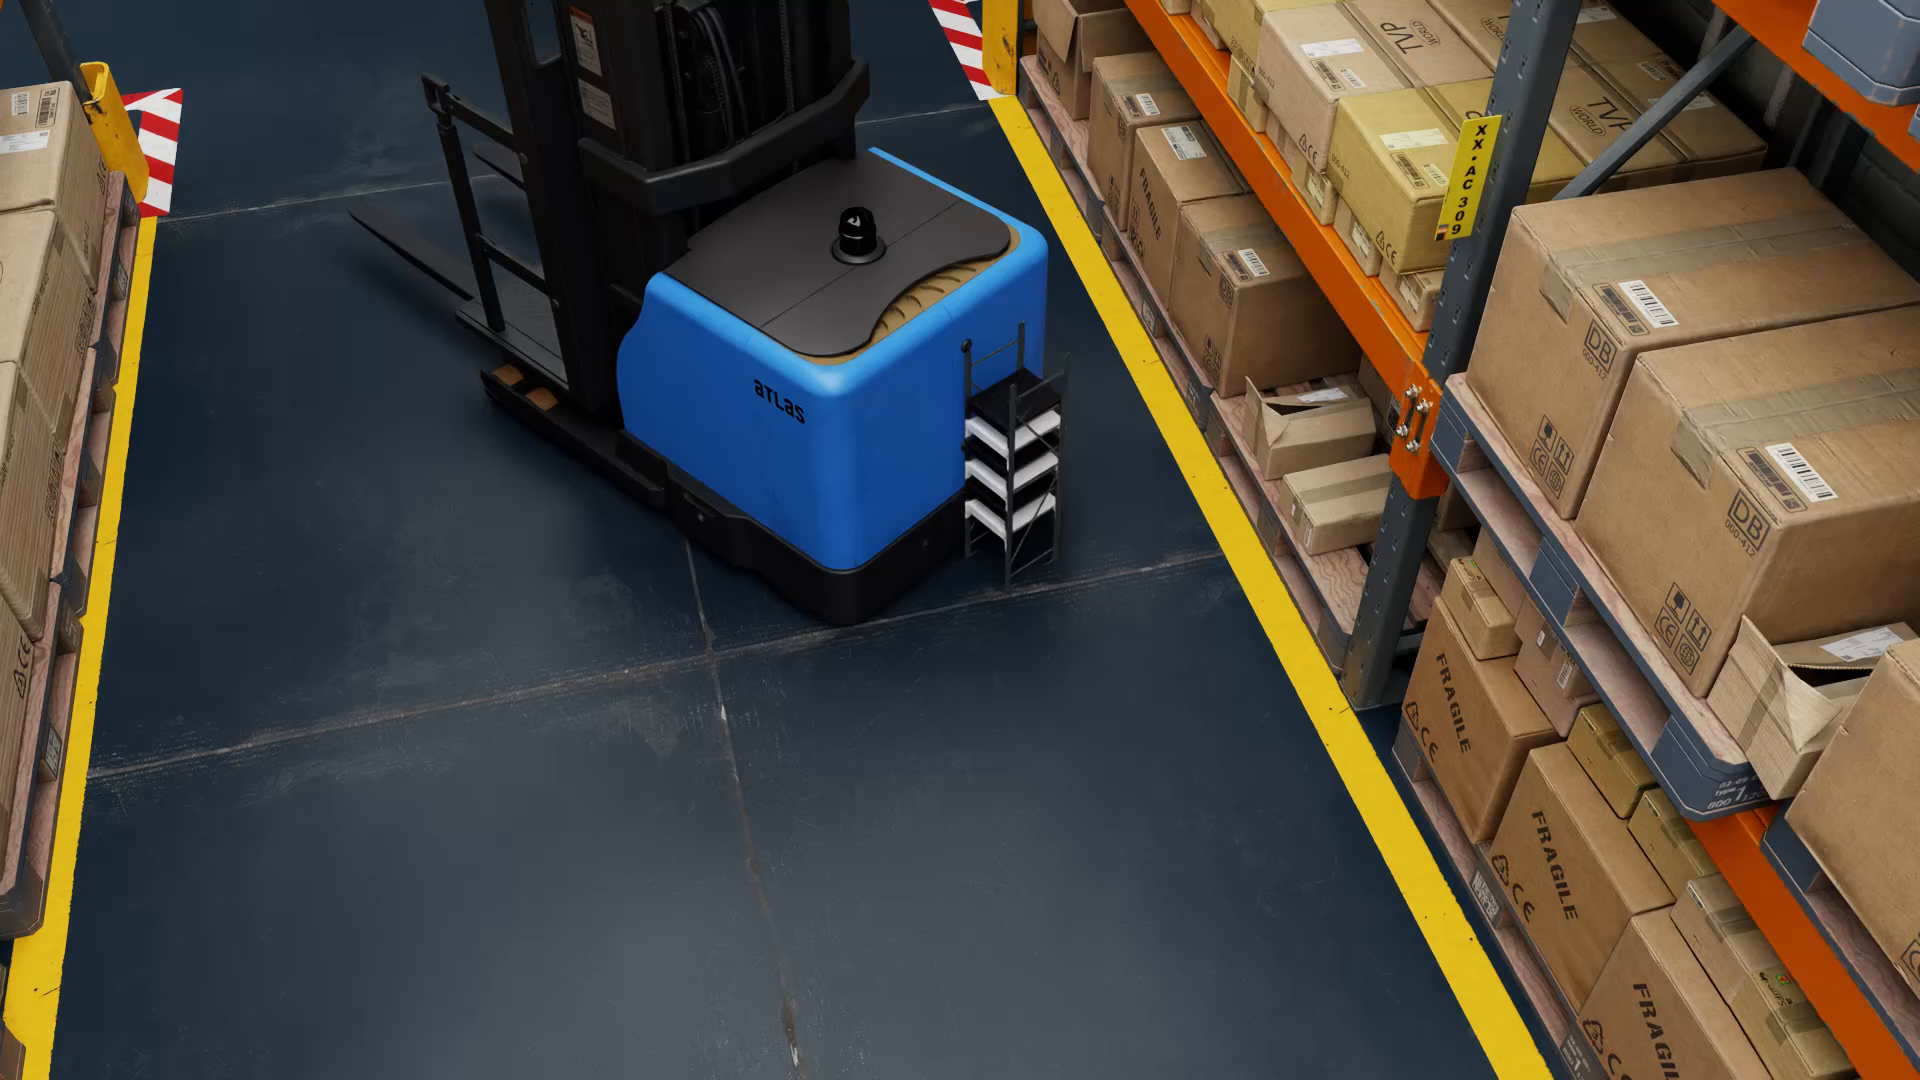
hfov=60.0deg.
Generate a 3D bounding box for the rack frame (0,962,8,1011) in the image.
[{"bbox_3d":[-3.093,0.271,3.384,1.000,3.000,0.127,-11,47,-10],"label":"rack frame"}]

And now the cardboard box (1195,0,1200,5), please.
[{"bbox_3d":[0.950,-2.043,5.549,0.500,0.250,0.500,-12,47,-11],"label":"cardboard box"}]

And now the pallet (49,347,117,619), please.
[{"bbox_3d":[-3.528,-0.136,5.736,1.003,0.211,1.213,-11,47,-10],"label":"pallet"}]

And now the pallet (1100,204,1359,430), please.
[{"bbox_3d":[1.214,-0.981,6.564,1.003,0.211,1.213,-11,47,-10],"label":"pallet"}]

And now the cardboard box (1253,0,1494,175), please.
[{"bbox_3d":[1.196,-1.341,4.861,0.500,0.250,0.500,-11,47,-10],"label":"cardboard box"}]

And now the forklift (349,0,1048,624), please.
[{"bbox_3d":[-1.139,-1.672,5.337,3.031,2.935,1.130,33,54,28],"label":"forklift"}]

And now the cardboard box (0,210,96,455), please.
[{"bbox_3d":[-3.609,-0.673,5.809,0.875,0.438,0.875,-10,46,-9],"label":"cardboard box"}]

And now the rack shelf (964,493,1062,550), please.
[{"bbox_3d":[0.175,-0.103,5.520,0.258,0.077,0.200,-32,53,-27],"label":"rack shelf"}]

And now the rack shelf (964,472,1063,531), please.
[{"bbox_3d":[0.175,-0.166,5.455,0.258,0.077,0.200,-32,53,-27],"label":"rack shelf"}]

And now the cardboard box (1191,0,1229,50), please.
[{"bbox_3d":[1.001,-1.794,5.584,0.380,0.149,0.250,-11,47,-10],"label":"cardboard box"}]

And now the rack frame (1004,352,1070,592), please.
[{"bbox_3d":[0.242,-0.198,5.314,0.240,0.900,0.006,-32,53,-27],"label":"rack frame"}]

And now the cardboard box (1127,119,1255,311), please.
[{"bbox_3d":[0.965,-1.253,6.334,0.500,0.500,0.500,-10,46,-10],"label":"cardboard box"}]

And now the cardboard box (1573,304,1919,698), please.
[{"bbox_3d":[1.745,-0.089,3.373,0.700,0.500,0.500,-10,46,-10],"label":"cardboard box"}]

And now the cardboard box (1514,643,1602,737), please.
[{"bbox_3d":[1.685,0.335,4.323,0.380,0.149,0.250,-12,47,-11],"label":"cardboard box"}]

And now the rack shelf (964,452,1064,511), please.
[{"bbox_3d":[0.175,-0.229,5.391,0.258,0.077,0.200,-32,53,-27],"label":"rack shelf"}]

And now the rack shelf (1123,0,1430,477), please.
[{"bbox_3d":[1.192,-1.768,5.886,1.077,0.370,4.000,-11,47,-10],"label":"rack shelf"}]

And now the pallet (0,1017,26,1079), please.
[{"bbox_3d":[-2.822,1.766,3.872,1.003,0.211,1.213,-11,47,-10],"label":"pallet"}]

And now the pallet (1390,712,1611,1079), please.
[{"bbox_3d":[1.949,0.892,4.729,1.003,0.211,1.213,-11,47,-10],"label":"pallet"}]

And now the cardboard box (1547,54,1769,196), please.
[{"bbox_3d":[1.839,-1.082,4.607,0.500,0.250,0.500,-11,47,-11],"label":"cardboard box"}]

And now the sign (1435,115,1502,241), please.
[{"bbox_3d":[1.182,-0.838,3.865,0.100,0.325,0.005,-11,47,-10],"label":"sign"}]

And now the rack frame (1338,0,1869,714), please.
[{"bbox_3d":[1.704,-0.639,4.276,1.000,3.000,0.127,-11,47,-10],"label":"rack frame"}]

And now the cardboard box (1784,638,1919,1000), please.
[{"bbox_3d":[1.946,0.453,2.842,0.700,0.500,0.500,-11,47,-11],"label":"cardboard box"}]

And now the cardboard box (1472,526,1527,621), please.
[{"bbox_3d":[1.598,0.043,4.401,0.380,0.149,0.250,-11,47,-11],"label":"cardboard box"}]

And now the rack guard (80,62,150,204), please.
[{"bbox_3d":[-4.123,-1.632,7.000,1.175,0.500,0.348,-11,47,-10],"label":"rack guard"}]

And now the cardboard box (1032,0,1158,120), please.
[{"bbox_3d":[0.745,-2.234,7.293,0.797,0.503,0.637,-12,47,-12],"label":"cardboard box"}]

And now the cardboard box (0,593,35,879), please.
[{"bbox_3d":[-3.150,0.568,4.593,0.875,0.438,0.875,-11,47,-11],"label":"cardboard box"}]

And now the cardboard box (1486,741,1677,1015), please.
[{"bbox_3d":[1.757,0.830,4.293,0.500,0.500,0.500,-11,47,-11],"label":"cardboard box"}]

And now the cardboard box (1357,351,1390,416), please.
[{"bbox_3d":[1.653,-0.587,5.927,0.380,0.149,0.250,-11,47,-11],"label":"cardboard box"}]

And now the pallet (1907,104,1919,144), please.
[{"bbox_3d":[2.072,-0.445,2.117,1.213,0.211,1.003,-11,47,-10],"label":"pallet"}]

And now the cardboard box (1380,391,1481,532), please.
[{"bbox_3d":[1.764,-0.344,5.576,0.500,0.311,0.500,-9,46,-9],"label":"cardboard box"}]

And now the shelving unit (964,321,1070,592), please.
[{"bbox_3d":[0.175,-0.252,5.367,0.258,0.900,0.210,-32,53,-27],"label":"shelving unit"}]

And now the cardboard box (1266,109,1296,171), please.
[{"bbox_3d":[1.160,-1.262,5.062,0.380,0.149,0.250,-10,46,-9],"label":"cardboard box"}]

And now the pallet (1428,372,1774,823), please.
[{"bbox_3d":[1.804,0.000,3.784,1.003,0.211,1.213,-11,47,-10],"label":"pallet"}]

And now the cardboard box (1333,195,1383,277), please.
[{"bbox_3d":[1.291,-0.901,4.709,0.380,0.149,0.250,-10,46,-9],"label":"cardboard box"}]

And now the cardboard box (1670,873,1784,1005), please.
[{"bbox_3d":[1.873,0.876,3.793,0.380,0.149,0.250,-11,47,-10],"label":"cardboard box"}]
